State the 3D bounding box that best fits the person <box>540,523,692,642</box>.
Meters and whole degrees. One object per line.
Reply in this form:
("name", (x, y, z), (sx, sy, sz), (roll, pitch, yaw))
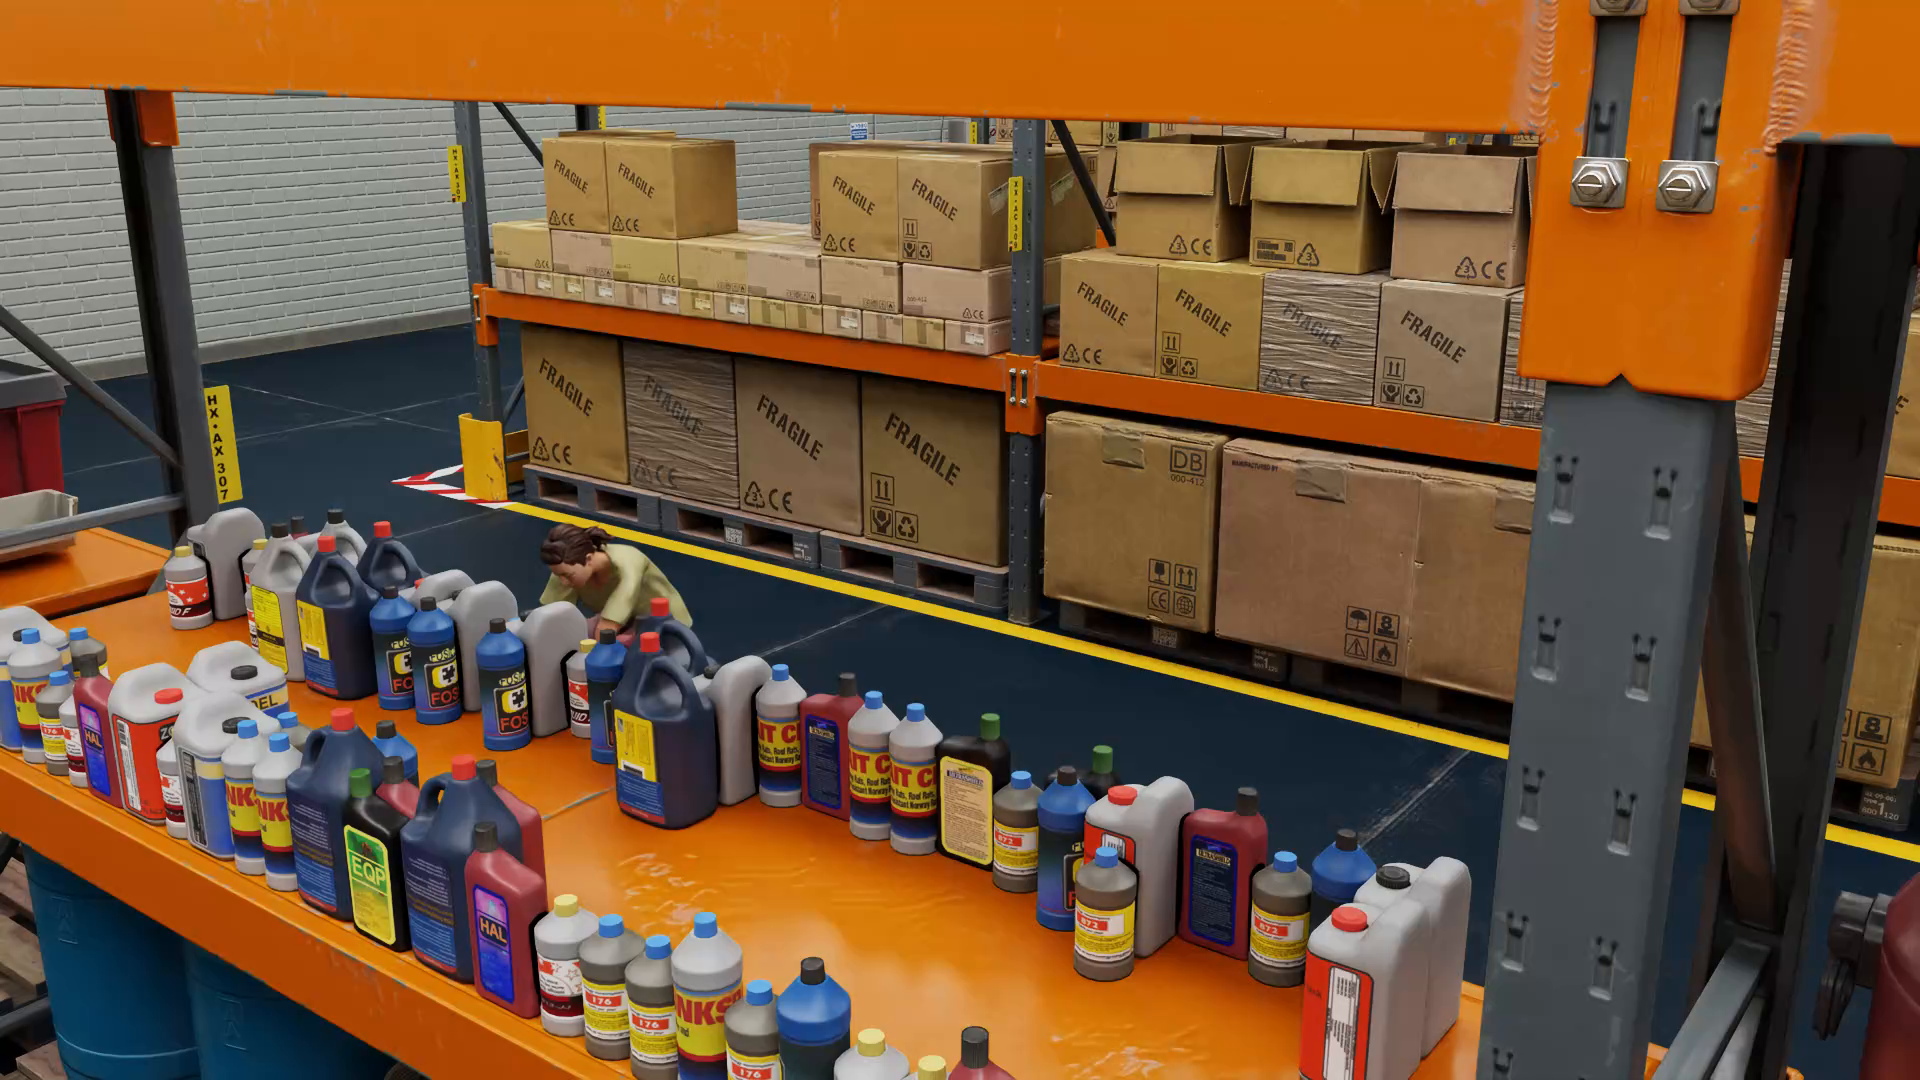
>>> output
("person", (-1.444, 0.329, 6.755), (0.478, 0.931, 0.806), (12, 20, 35))
